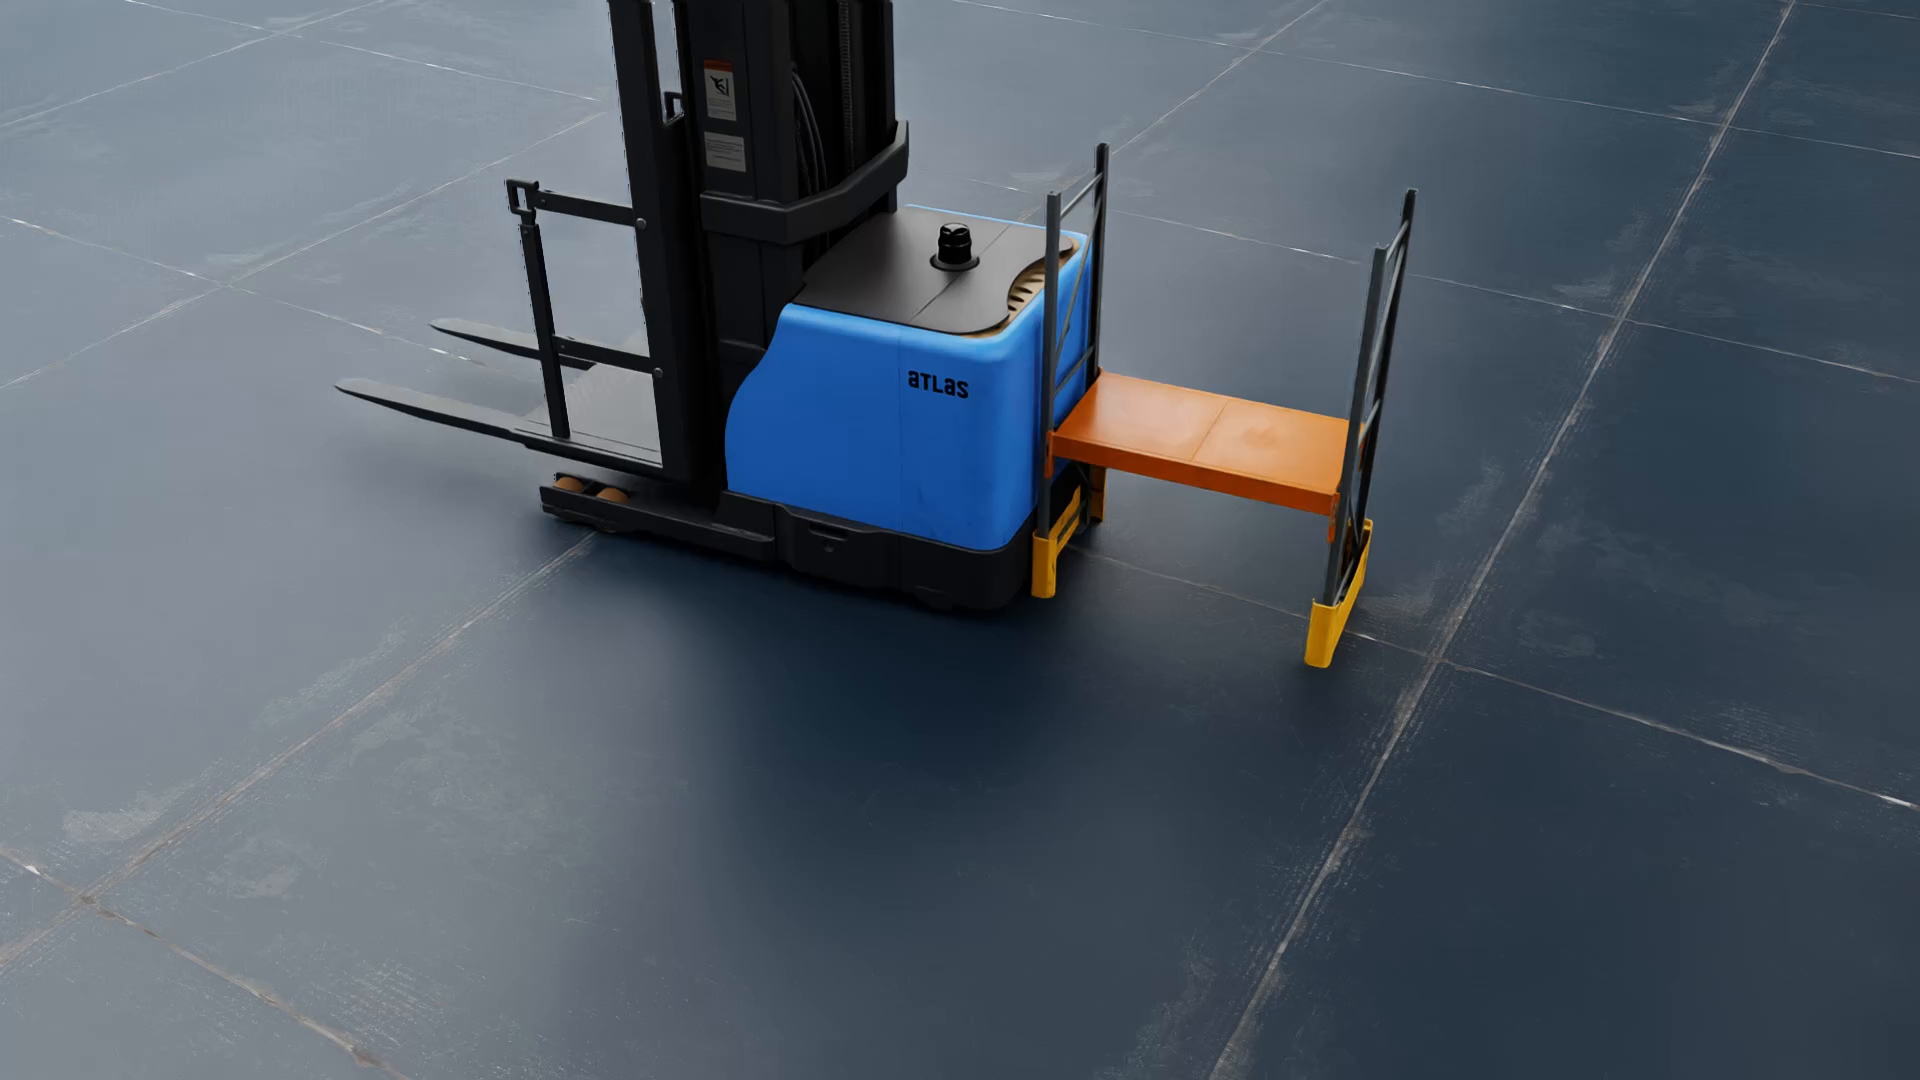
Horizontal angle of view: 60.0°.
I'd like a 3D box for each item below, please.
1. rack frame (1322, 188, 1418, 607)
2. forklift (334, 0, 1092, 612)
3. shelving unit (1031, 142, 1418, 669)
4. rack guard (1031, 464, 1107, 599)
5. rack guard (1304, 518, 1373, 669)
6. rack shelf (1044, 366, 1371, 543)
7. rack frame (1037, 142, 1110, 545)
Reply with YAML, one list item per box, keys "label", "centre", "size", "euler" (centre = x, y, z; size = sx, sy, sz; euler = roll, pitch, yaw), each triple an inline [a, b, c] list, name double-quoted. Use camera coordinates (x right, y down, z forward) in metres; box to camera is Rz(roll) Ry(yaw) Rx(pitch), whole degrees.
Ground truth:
- label: "rack frame"
  centre: [1.315, -0.346, 5.416]
  size: [0.032, 1.500, 0.500]
  euler: [14, 36, 19]
- label: "forklift"
  centre: [-1.040, -1.500, 5.858]
  size: [3.031, 2.935, 1.130]
  euler: [14, 36, 19]
- label: "shelving unit"
  centre: [0.858, -0.456, 5.582]
  size: [1.083, 1.500, 0.587]
  euler: [14, 36, 19]
- label: "rack guard"
  centre: [0.402, -0.047, 6.095]
  size: [0.087, 0.250, 0.587]
  euler: [14, 36, 19]
- label: "rack guard"
  centre: [1.314, 0.174, 5.763]
  size: [0.087, 0.250, 0.587]
  euler: [14, 36, 19]
- label: "rack shelf"
  centre: [0.850, -0.309, 5.685]
  size: [1.000, 0.185, 0.538]
  euler: [14, 36, 19]
- label: "rack frame"
  centre: [0.384, -0.571, 5.755]
  size: [0.032, 1.500, 0.500]
  euler: [14, 36, 19]
